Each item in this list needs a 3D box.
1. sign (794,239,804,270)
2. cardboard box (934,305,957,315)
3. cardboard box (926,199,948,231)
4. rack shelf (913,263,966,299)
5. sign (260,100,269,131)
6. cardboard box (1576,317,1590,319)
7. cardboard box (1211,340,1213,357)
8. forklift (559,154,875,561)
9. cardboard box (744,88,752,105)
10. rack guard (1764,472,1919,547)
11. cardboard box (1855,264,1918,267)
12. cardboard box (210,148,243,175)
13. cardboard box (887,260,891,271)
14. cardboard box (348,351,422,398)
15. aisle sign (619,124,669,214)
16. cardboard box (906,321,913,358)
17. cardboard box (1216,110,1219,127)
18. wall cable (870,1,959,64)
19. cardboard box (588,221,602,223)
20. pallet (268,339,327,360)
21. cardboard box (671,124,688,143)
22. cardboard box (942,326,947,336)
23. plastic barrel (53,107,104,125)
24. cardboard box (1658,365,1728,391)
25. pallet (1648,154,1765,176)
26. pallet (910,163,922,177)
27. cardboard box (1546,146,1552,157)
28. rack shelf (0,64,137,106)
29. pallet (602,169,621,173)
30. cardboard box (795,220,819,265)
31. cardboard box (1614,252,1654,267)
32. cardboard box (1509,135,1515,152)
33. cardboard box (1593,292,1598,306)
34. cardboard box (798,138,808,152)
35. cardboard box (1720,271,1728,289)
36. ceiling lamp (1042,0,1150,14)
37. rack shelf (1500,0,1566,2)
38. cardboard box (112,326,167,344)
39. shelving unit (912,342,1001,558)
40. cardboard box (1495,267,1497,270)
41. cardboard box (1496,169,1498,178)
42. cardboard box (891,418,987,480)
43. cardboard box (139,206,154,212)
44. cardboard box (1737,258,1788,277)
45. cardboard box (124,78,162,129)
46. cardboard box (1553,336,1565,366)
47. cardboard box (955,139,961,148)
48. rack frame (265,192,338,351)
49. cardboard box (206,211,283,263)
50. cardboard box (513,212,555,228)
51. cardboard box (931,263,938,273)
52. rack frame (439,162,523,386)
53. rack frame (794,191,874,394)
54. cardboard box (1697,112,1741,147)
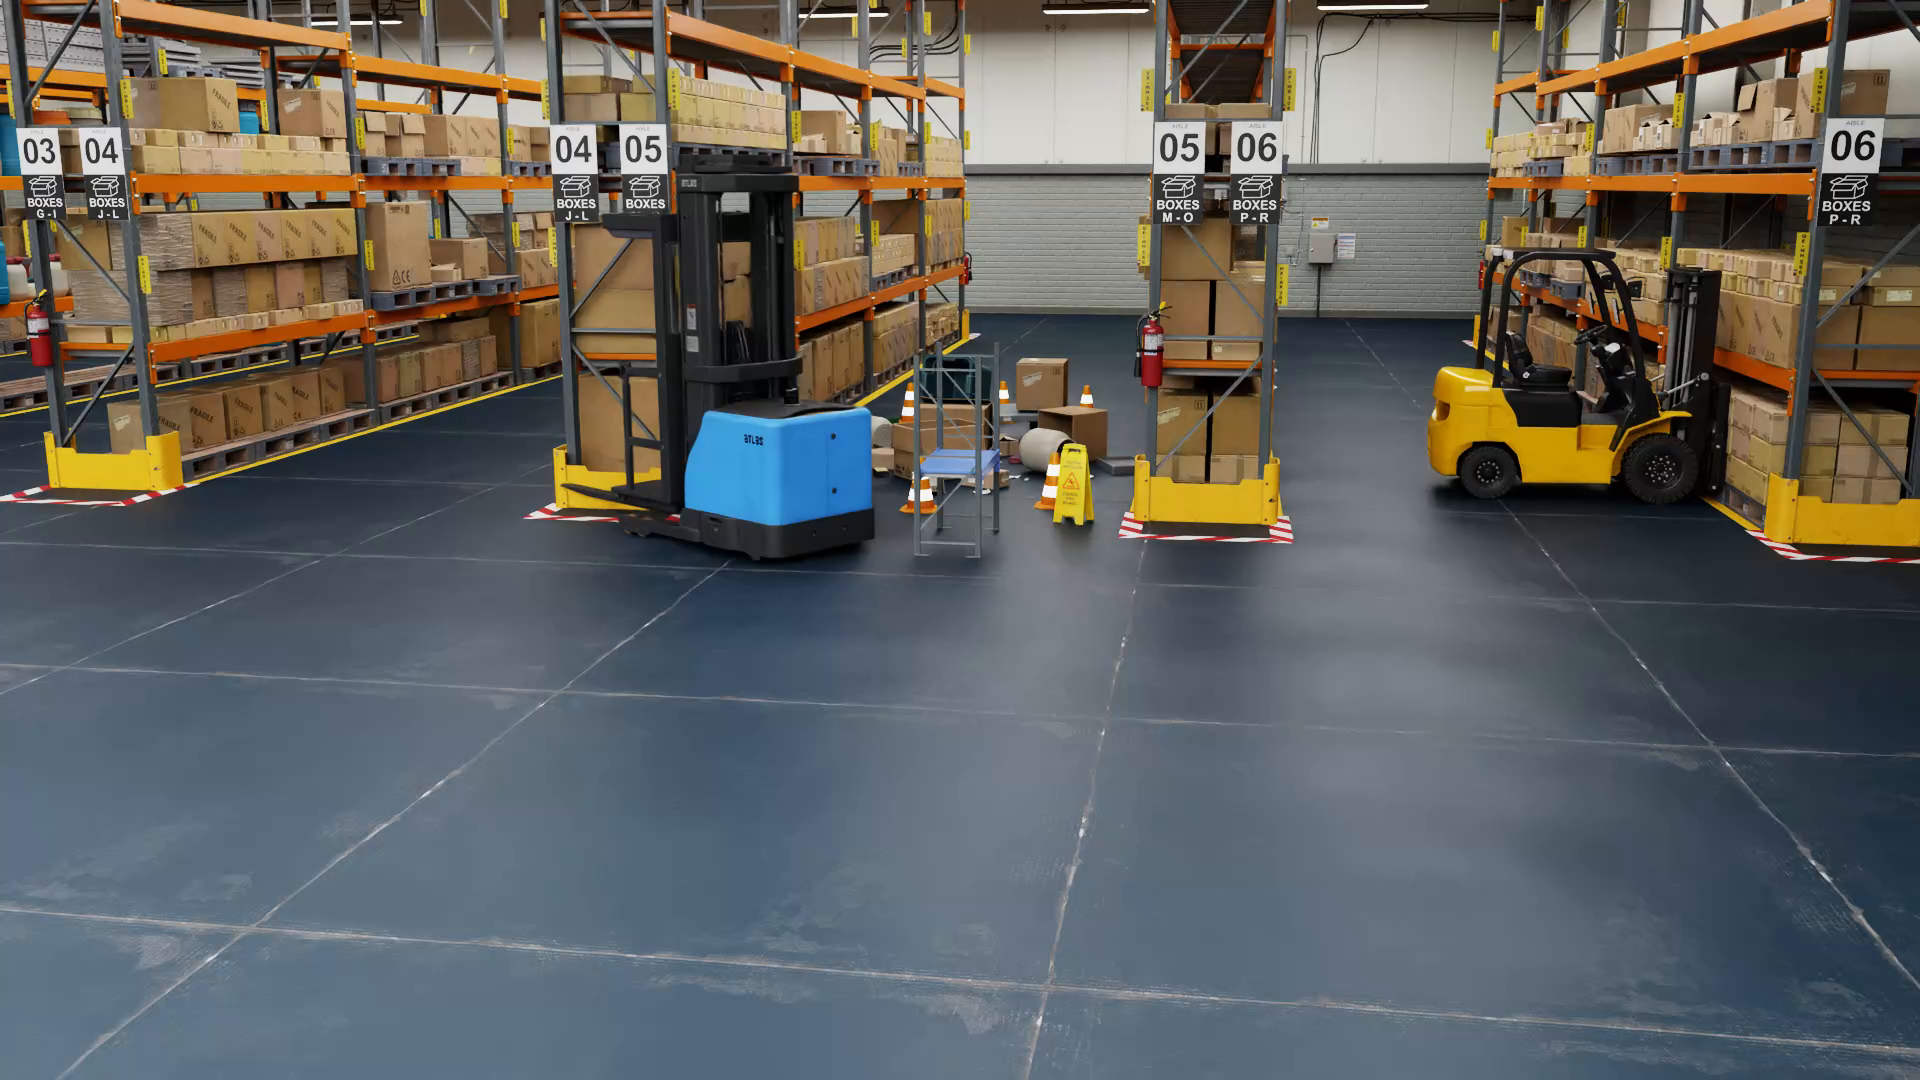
[{"bbox_3d":[-1.718,-3.043,17.751,0.100,0.325,0.005,2,12,9],"label":"sign"},{"bbox_3d":[-0.262,-3.972,28.664,0.380,0.149,0.250,2,12,7],"label":"cardboard box"},{"bbox_3d":[-0.473,-5.352,27.393,0.500,0.500,0.500,1,12,7],"label":"cardboard box"},{"bbox_3d":[-0.729,-4.329,27.668,1.077,0.370,4.000,2,12,9],"label":"rack shelf"},{"bbox_3d":[-7.701,-4.709,18.444,0.100,0.325,0.005,2,12,9],"label":"sign"},{"bbox_3d":[8.939,-3.073,23.532,0.380,0.149,0.250,2,12,9],"label":"cardboard box"},{"bbox_3d":[2.306,-1.621,13.992,0.380,0.149,0.250,2,12,9],"label":"cardboard box"},{"bbox_3d":[-2.073,-1.520,13.088,3.031,2.935,1.130,11,16,42],"label":"forklift"},{"bbox_3d":[-2.203,-4.237,15.884,0.380,0.149,0.250,2,12,8],"label":"cardboard box"},{"bbox_3d":[6.926,-0.240,12.920,1.175,0.500,0.348,2,12,9],"label":"rack guard"},{"bbox_3d":[7.295,-2.095,13.109,0.380,0.149,0.250,2,12,11],"label":"cardboard box"},{"bbox_3d":[-7.285,-3.643,16.016,0.500,0.250,0.500,2,12,8],"label":"cardboard box"},{"bbox_3d":[-1.181,-3.877,23.461,0.380,0.149,0.250,2,12,9],"label":"cardboard box"},{"bbox_3d":[-6.945,-2.000,20.041,0.700,0.500,0.500,2,12,8],"label":"cardboard box"},{"bbox_3d":[-2.597,-3.013,13.681,0.394,0.787,0.004,2,12,9],"label":"aisle sign"},{"bbox_3d":[-0.981,-2.979,24.631,0.500,0.500,0.500,2,12,7],"label":"cardboard box"},{"bbox_3d":[2.084,-3.702,14.634,0.380,0.149,0.250,2,12,7],"label":"cardboard box"},{"bbox_3d":[-1.031,-10.849,34.340,2.277,5.999,0.120,2,12,9],"label":"wall cable"},{"bbox_3d":[-2.793,-2.561,14.837,0.875,0.550,0.550,2,12,9],"label":"cardboard box"},{"bbox_3d":[-10.976,-3.084,26.803,1.003,0.211,1.213,2,12,9],"label":"pallet"},{"bbox_3d":[-2.512,-3.425,14.008,0.380,0.149,0.250,2,12,9],"label":"cardboard box"},{"bbox_3d":[-0.426,-3.520,27.977,0.380,0.149,0.250,2,12,10],"label":"cardboard box"},{"bbox_3d":[-11.772,-5.321,22.255,0.600,0.901,0.600,0,12,0],"label":"plastic barrel"},{"bbox_3d":[7.161,-1.559,16.263,0.500,0.250,0.500,2,12,8],"label":"cardboard box"},{"bbox_3d":[7.668,-3.856,17.101,0.805,0.209,1.217,1,12,6],"label":"pallet"},{"bbox_3d":[-1.237,-5.514,24.784,1.213,0.211,1.003,2,12,9],"label":"pallet"},{"bbox_3d":[8.134,-5.248,22.467,0.380,0.149,0.250,2,12,10],"label":"cardboard box"},{"bbox_3d":[-11.739,-5.743,20.938,1.077,0.370,4.000,2,12,9],"label":"rack shelf"},{"bbox_3d":[-5.786,-6.039,26.985,1.003,0.211,1.213,2,12,9],"label":"pallet"},{"bbox_3d":[-2.041,-3.452,19.282,0.700,0.500,0.500,2,12,9],"label":"cardboard box"},{"bbox_3d":[7.632,-3.172,18.816,0.380,0.149,0.250,2,12,10],"label":"cardboard box"},{"bbox_3d":[8.845,-6.179,25.890,0.500,0.250,0.500,2,12,10],"label":"cardboard box"},{"bbox_3d":[7.768,-2.870,19.546,0.500,0.250,0.500,2,12,7],"label":"cardboard box"},{"bbox_3d":[-1.862,-4.404,18.553,0.250,0.149,0.380,2,12,9],"label":"cardboard box"},{"bbox_3d":[7.011,-2.342,14.964,0.380,0.149,0.250,1,12,7],"label":"cardboard box"},{"bbox_3d":[2.503,-11.381,30.587,2.000,3.185,0.800,2,12,9],"label":"ceiling lamp"},{"bbox_3d":[9.083,-8.587,25.296,1.077,0.370,4.000,2,12,9],"label":"rack shelf"},{"bbox_3d":[-7.488,-1.877,15.178,0.380,0.149,0.250,2,12,9],"label":"cardboard box"},{"bbox_3d":[-0.013,-0.715,12.753,0.538,1.500,1.048,2,12,9],"label":"shelving unit"},{"bbox_3d":[9.076,-4.561,27.632,0.380,0.149,0.250,2,12,10],"label":"cardboard box"},{"bbox_3d":[9.112,-6.082,27.572,0.380,0.149,0.250,2,12,10],"label":"cardboard box"},{"bbox_3d":[-0.207,-0.854,15.763,0.797,0.503,0.637,-7,14,-30],"label":"cardboard box"},{"bbox_3d":[-15.043,-5.823,30.283,0.500,0.500,0.500,2,12,10],"label":"cardboard box"},{"bbox_3d":[6.874,-2.329,14.195,0.380,0.149,0.250,2,12,10],"label":"cardboard box"},{"bbox_3d":[-7.779,-4.184,16.037,0.500,0.500,0.500,2,12,9],"label":"cardboard box"},{"bbox_3d":[8.178,-2.423,22.055,0.500,0.500,0.500,2,12,11],"label":"cardboard box"},{"bbox_3d":[-0.182,-6.850,28.764,0.380,0.149,0.250,2,12,8],"label":"cardboard box"},{"bbox_3d":[-10.816,-4.606,27.248,1.000,3.000,0.127,2,12,9],"label":"rack frame"},{"bbox_3d":[-7.183,-3.049,16.704,0.500,0.500,0.500,2,12,9],"label":"cardboard box"},{"bbox_3d":[-6.209,-4.580,24.505,0.797,0.503,0.637,2,12,10],"label":"cardboard box"},{"bbox_3d":[-0.563,-4.410,26.932,0.380,0.149,0.250,2,12,10],"label":"cardboard box"},{"bbox_3d":[-6.537,-3.613,22.640,1.000,3.000,0.127,2,12,9],"label":"rack frame"},{"bbox_3d":[-1.652,-3.432,21.796,1.000,3.000,0.127,2,12,9],"label":"rack frame"},{"bbox_3d":[7.176,-3.811,15.415,0.500,0.311,0.500,2,12,10],"label":"cardboard box"}]
